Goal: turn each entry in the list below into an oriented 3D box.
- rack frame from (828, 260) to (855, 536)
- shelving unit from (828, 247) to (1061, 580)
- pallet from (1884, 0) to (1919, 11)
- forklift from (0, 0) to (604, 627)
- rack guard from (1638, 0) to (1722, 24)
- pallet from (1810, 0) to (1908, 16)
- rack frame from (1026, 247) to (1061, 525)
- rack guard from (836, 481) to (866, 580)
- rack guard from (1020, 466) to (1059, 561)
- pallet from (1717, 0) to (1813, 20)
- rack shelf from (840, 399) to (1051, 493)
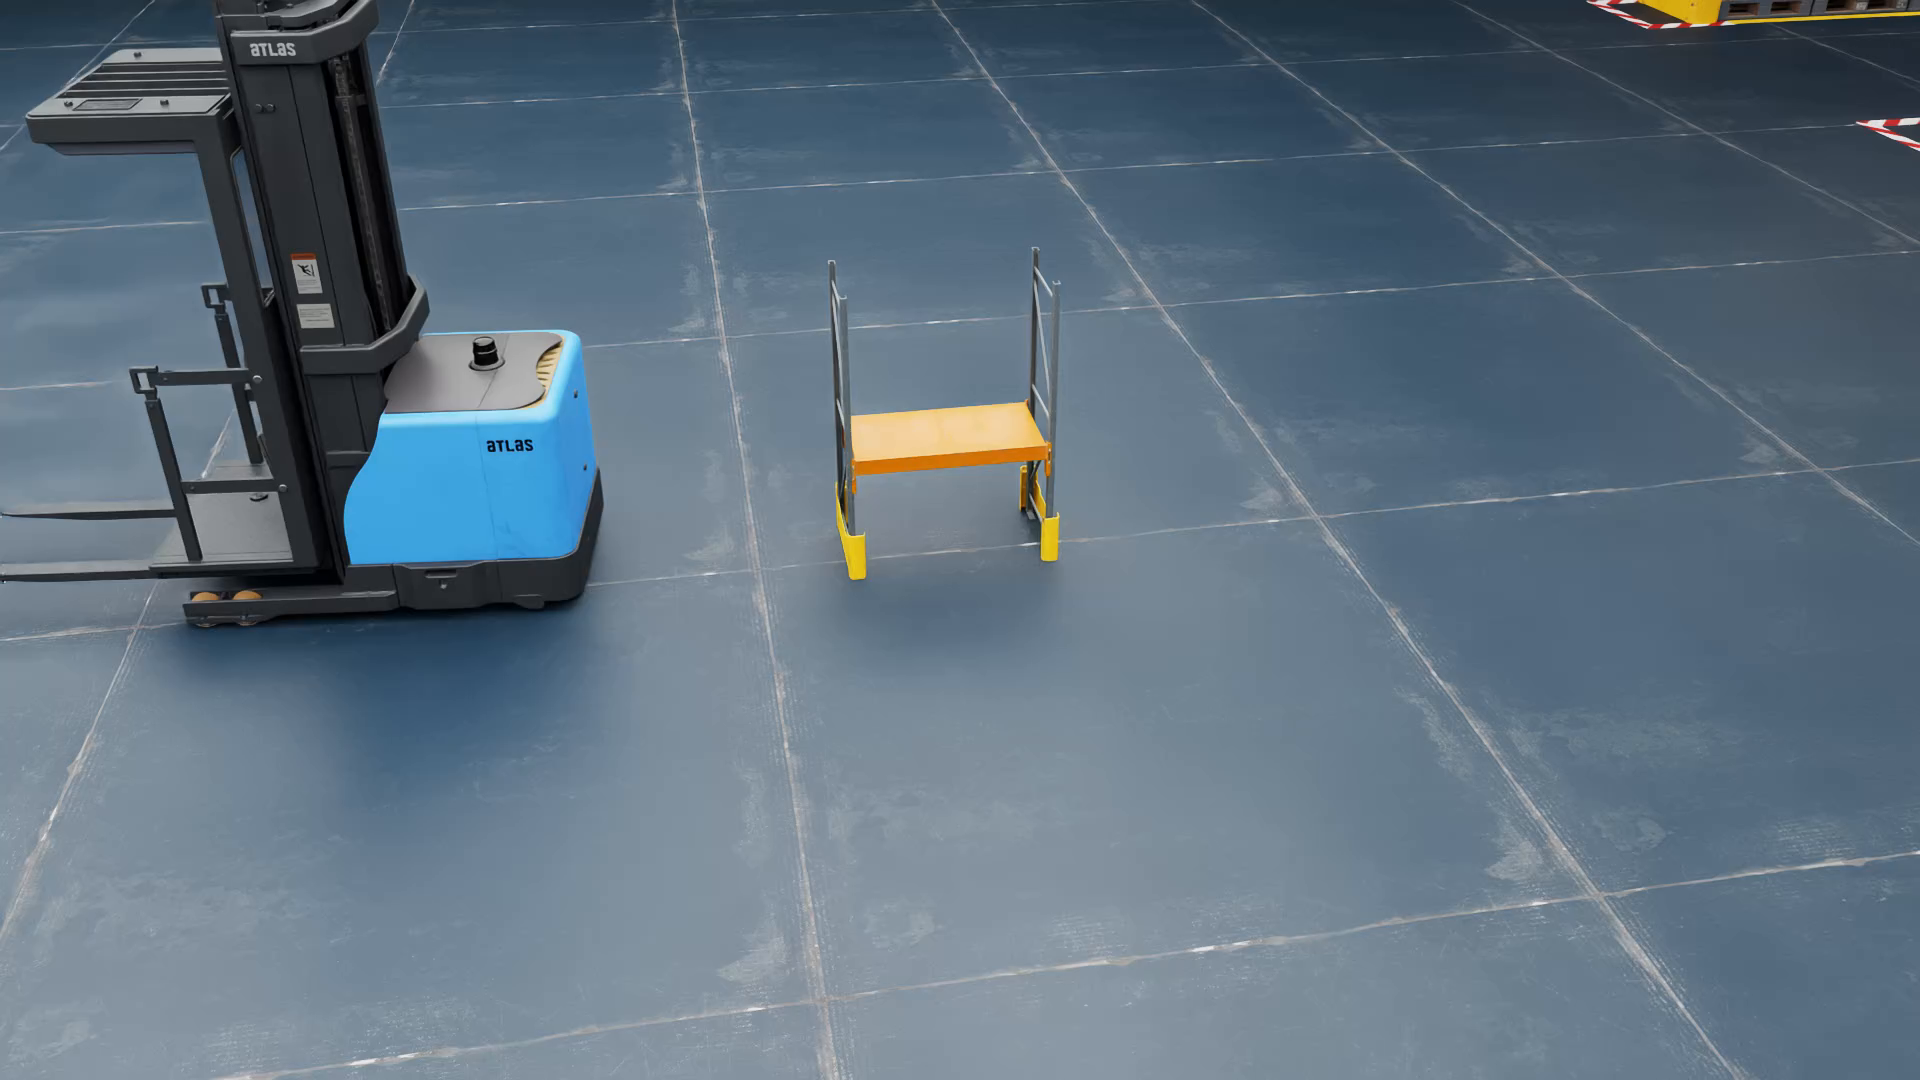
[{"bbox_3d":[-0.584,-0.592,8.278,0.032,1.500,0.500,-5,31,-9],"label":"rack frame"},{"bbox_3d":[-0.075,-0.640,8.358,1.083,1.500,0.587,-5,31,-9],"label":"shelving unit"},{"bbox_3d":[11.372,-6.456,19.521,1.213,0.211,1.003,-5,31,-9],"label":"pallet"},{"bbox_3d":[-3.394,-1.120,7.764,3.031,2.935,1.130,-2,31,-3],"label":"forklift"},{"bbox_3d":[8.204,-6.264,18.910,0.348,0.500,1.175,-5,31,-9],"label":"rack guard"},{"bbox_3d":[10.169,-6.343,19.328,1.213,0.211,1.003,-5,31,-9],"label":"pallet"},{"bbox_3d":[0.416,-0.685,8.436,0.032,1.500,0.500,-5,31,-9],"label":"rack frame"},{"bbox_3d":[-0.565,-0.055,8.597,0.087,0.250,0.587,-5,31,-9],"label":"rack guard"},{"bbox_3d":[0.415,-0.146,8.752,0.087,0.250,0.587,-5,31,-9],"label":"rack guard"},{"bbox_3d":[8.972,-6.233,19.142,1.213,0.211,1.003,-5,31,-9],"label":"pallet"},{"bbox_3d":[-0.084,-0.484,8.448,1.000,0.185,0.538,-5,31,-9],"label":"rack shelf"}]
